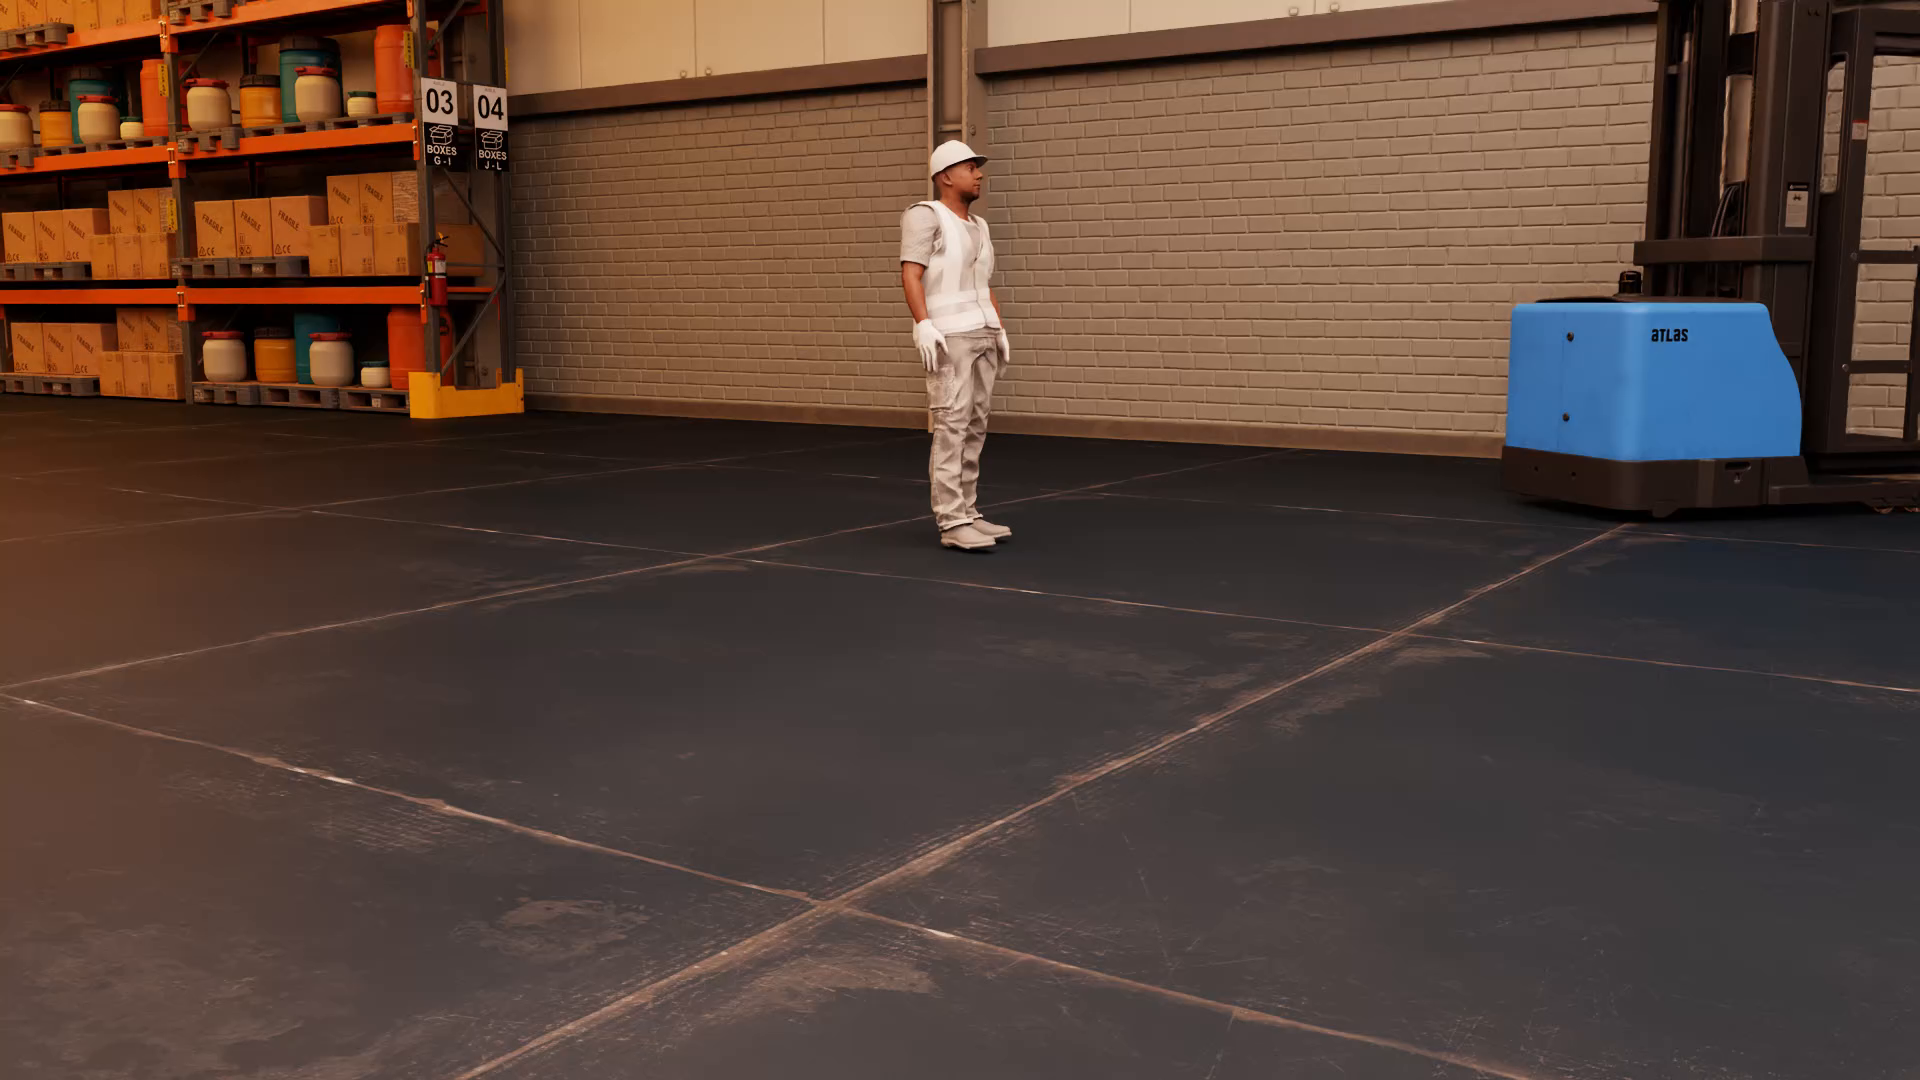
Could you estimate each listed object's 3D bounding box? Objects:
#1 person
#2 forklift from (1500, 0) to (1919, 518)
[{"bbox_3d":[0.056,-0.883,7.431,0.575,1.784,0.656,5,10,34],"label":"person"},{"bbox_3d":[4.503,-1.653,8.819,3.031,2.935,1.130,-3,8,-17],"label":"forklift"}]
